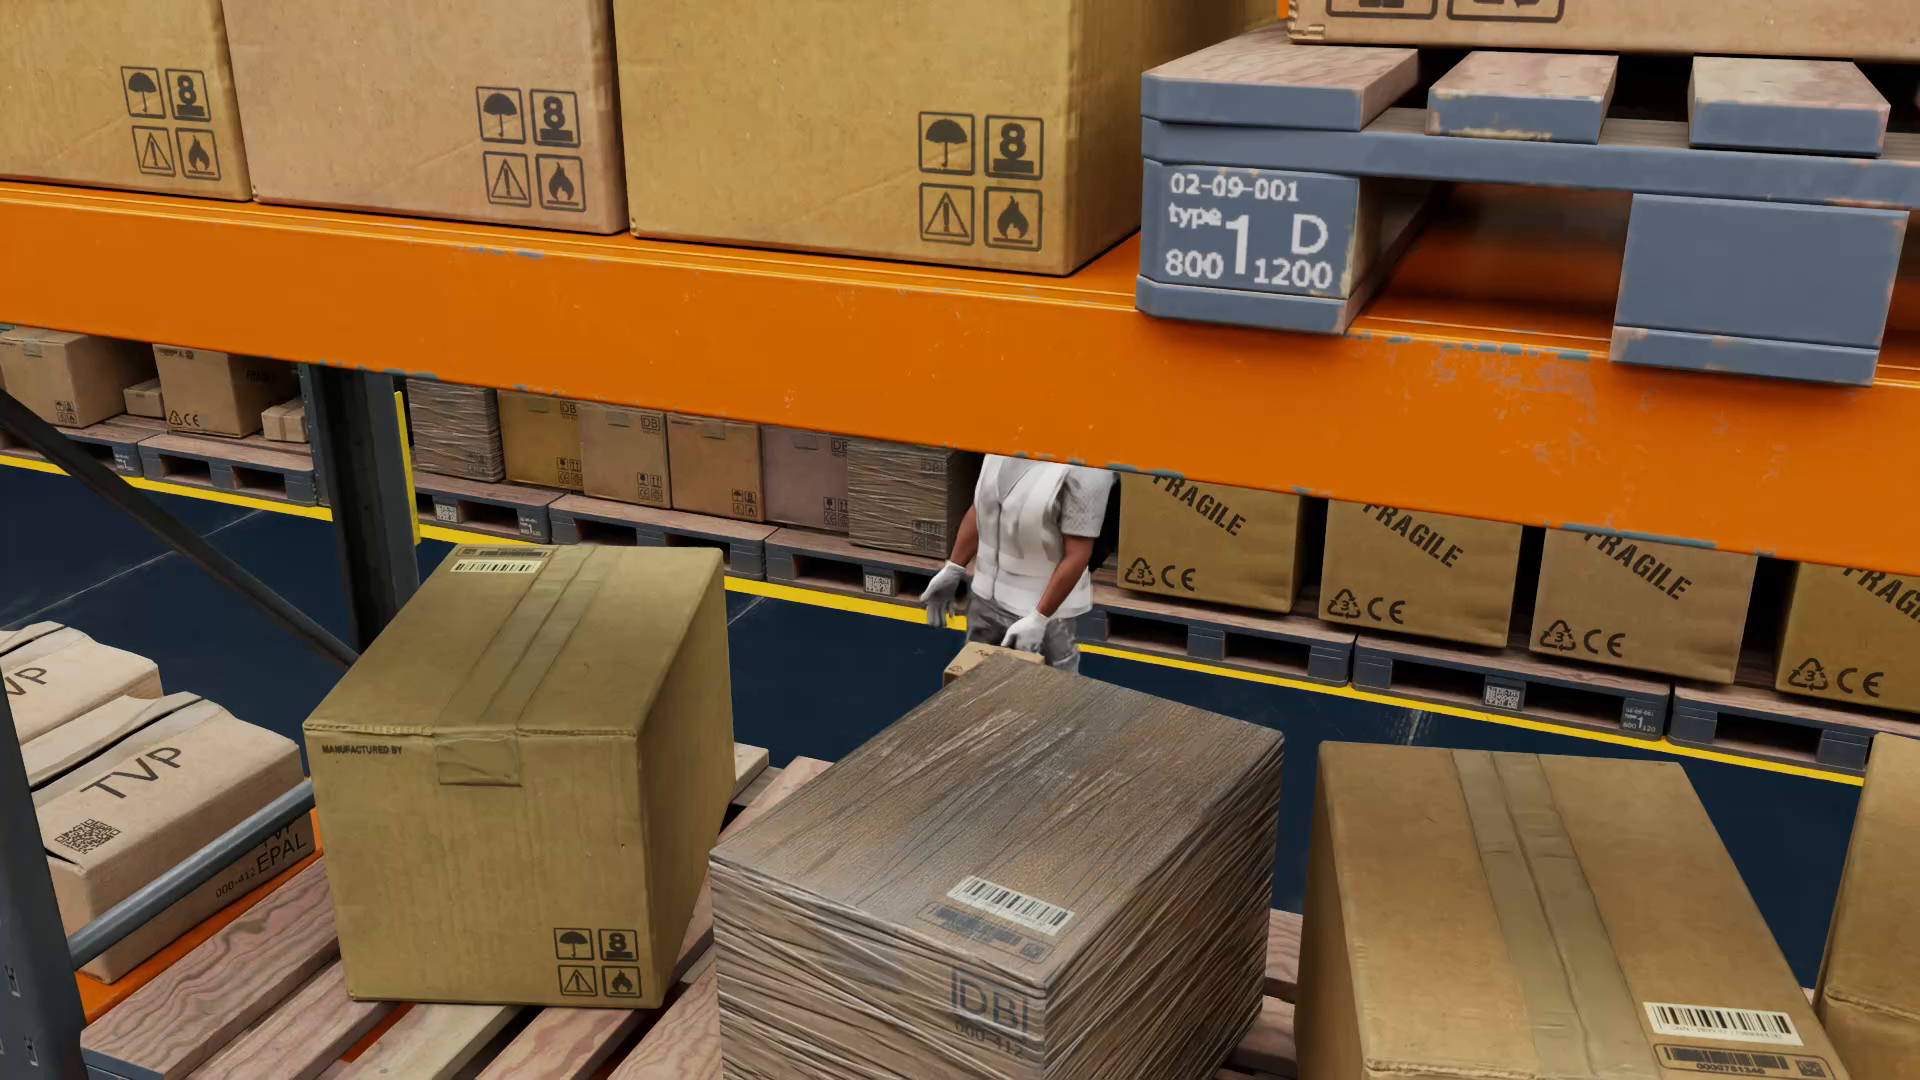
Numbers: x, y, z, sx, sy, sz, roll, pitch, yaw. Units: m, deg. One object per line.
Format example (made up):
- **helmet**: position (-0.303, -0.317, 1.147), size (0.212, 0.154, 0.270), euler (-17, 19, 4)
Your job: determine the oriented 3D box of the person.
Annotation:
- **person**: position (0.170, 0.233, 5.470), size (0.559, 1.787, 0.563), euler (-17, 27, -35)
